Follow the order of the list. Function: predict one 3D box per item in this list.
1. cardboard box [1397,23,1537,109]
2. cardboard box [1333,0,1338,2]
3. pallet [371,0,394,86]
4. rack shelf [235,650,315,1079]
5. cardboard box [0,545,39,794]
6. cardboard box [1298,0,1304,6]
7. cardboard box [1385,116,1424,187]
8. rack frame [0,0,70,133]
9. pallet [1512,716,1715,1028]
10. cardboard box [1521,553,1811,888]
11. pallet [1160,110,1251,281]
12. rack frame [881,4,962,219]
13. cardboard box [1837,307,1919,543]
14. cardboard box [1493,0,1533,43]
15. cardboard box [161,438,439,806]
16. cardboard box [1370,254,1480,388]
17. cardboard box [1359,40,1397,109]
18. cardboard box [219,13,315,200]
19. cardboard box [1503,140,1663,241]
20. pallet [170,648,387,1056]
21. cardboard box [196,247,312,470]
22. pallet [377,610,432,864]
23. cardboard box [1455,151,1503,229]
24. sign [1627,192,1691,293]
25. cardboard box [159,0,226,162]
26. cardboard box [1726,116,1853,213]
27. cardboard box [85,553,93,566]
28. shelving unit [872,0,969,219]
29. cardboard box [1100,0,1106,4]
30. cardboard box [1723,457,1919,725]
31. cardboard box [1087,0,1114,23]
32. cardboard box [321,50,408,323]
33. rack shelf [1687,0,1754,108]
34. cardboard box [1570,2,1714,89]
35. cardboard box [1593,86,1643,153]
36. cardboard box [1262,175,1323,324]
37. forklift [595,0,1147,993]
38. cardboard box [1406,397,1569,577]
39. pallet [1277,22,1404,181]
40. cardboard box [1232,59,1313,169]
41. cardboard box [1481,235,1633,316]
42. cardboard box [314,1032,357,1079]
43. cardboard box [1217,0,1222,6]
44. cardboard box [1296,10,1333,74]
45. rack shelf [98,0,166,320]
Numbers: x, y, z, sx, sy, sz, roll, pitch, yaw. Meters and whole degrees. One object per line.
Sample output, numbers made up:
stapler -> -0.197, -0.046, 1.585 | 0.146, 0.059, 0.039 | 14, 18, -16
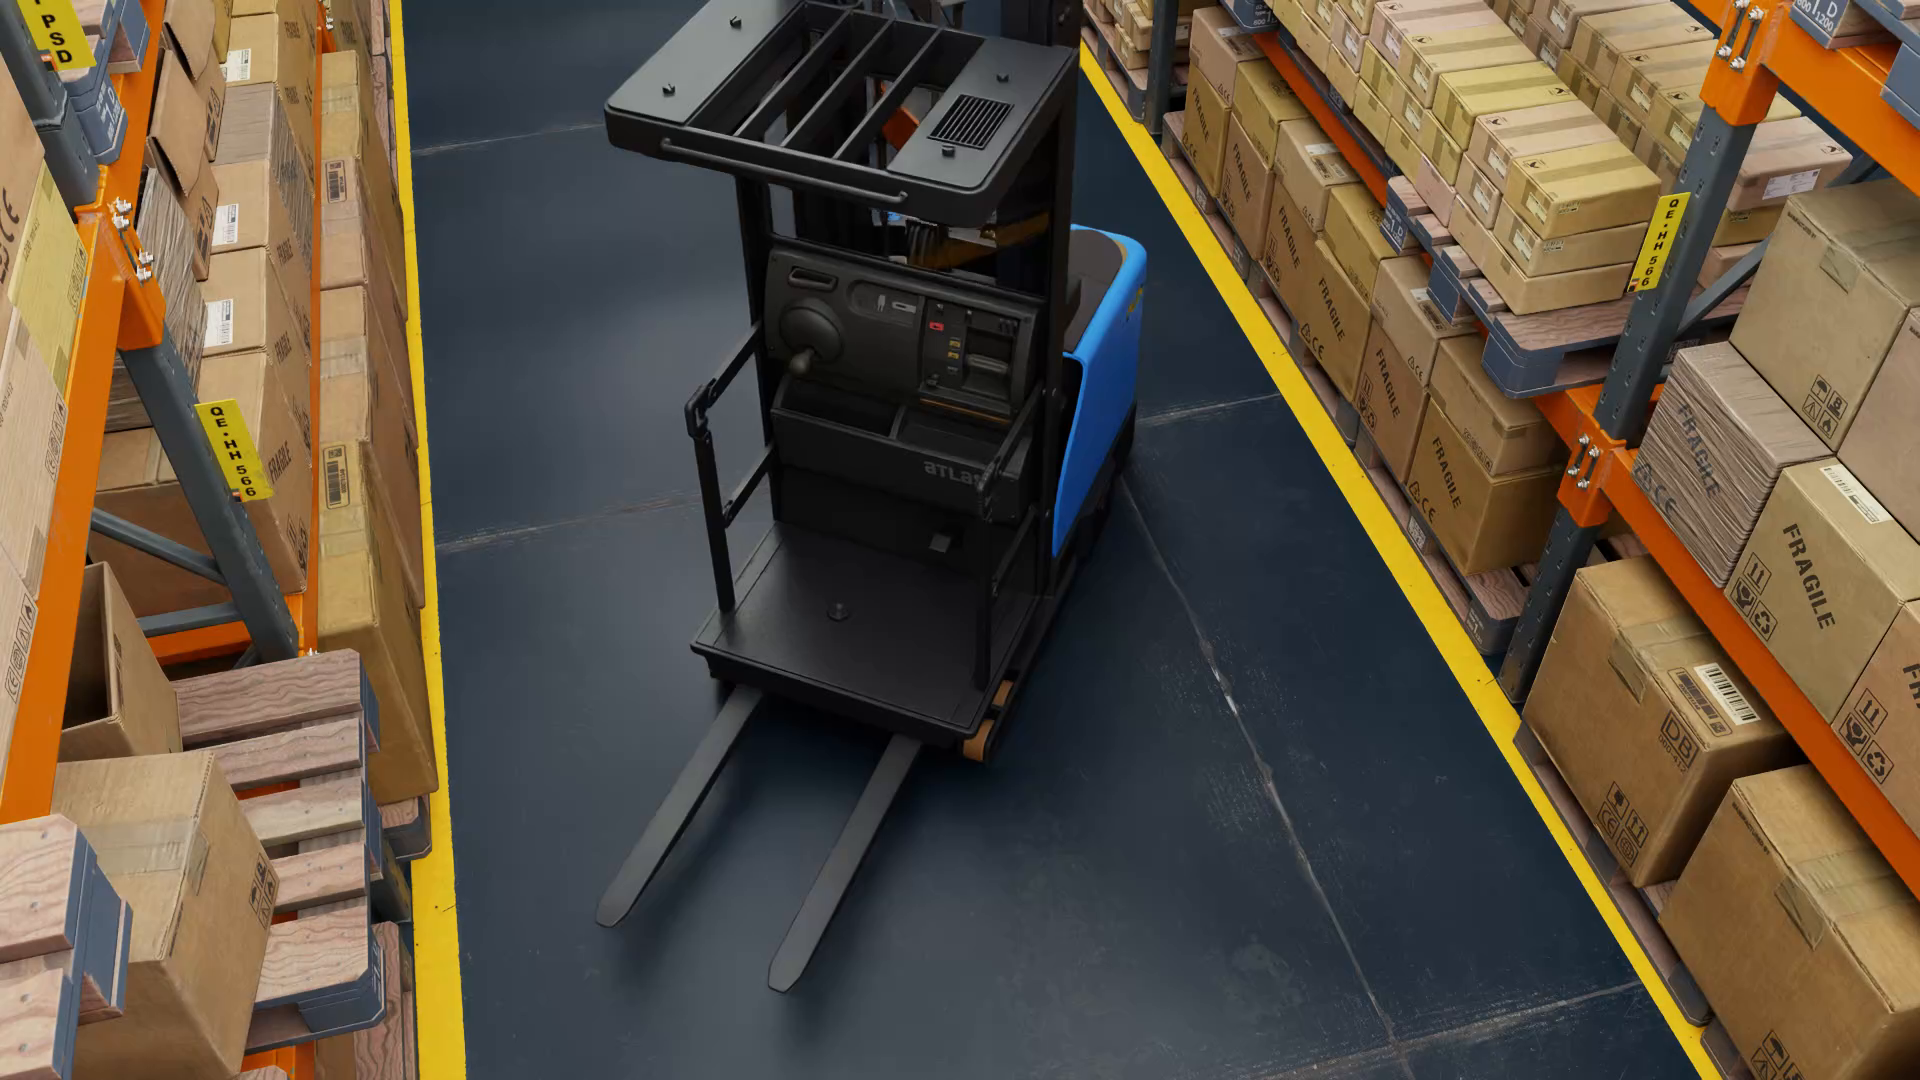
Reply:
cardboard box -> 1.737, -1.630, 5.713 | 0.380, 0.149, 0.250 | -9, 46, -9
cardboard box -> 1.543, -2.165, 6.237 | 0.380, 0.149, 0.250 | -9, 46, -9
pallet -> -3.773, -2.902, 9.446 | 1.003, 0.211, 1.213 | -11, 47, -10
rack shelf -> -1.802, 1.899, 3.292 | 1.077, 0.370, 4.000 | -11, 47, -10
cardboard box -> -1.689, 0.240, 2.419 | 0.500, 0.250, 0.500 | -9, 46, -9
cardboard box -> 1.480, -2.234, 6.513 | 0.380, 0.149, 0.250 | -11, 47, -11
cardboard box -> 1.748, -1.408, 5.911 | 0.380, 0.149, 0.250 | -11, 47, -11
rack frame -> -2.314, -1.833, 2.246 | 1.000, 3.000, 0.127 | -11, 47, -10
pallet -> 2.636, 0.964, 5.658 | 1.003, 0.211, 1.213 | -11, 47, -10
cardboard box -> 2.576, 0.507, 5.434 | 1.050, 0.750, 0.750 | -11, 47, -11
pallet -> 1.683, -1.819, 8.385 | 1.003, 0.211, 1.213 | -11, 47, -10
rack frame -> -0.170, -1.804, 7.048 | 0.400, 2.100, 0.015 | -22, 49, -20
cardboard box -> 2.743, -0.295, 4.168 | 0.700, 0.500, 0.500 | -11, 47, -11
cardboard box -> 2.246, -1.993, 6.276 | 0.380, 0.149, 0.250 | -11, 47, -11
cardboard box -> -2.470, 0.383, 5.468 | 1.225, 0.875, 0.875 | -13, 47, -12
cardboard box -> 1.938, -0.876, 6.439 | 0.500, 0.250, 0.500 | -10, 46, -10
cardboard box -> 1.675, -1.702, 5.991 | 0.380, 0.149, 0.250 | -11, 47, -11
cardboard box -> -2.694, -1.555, 6.103 | 0.500, 0.500, 0.500 | -11, 47, -11
cardboard box -> 1.938, -1.092, 5.185 | 0.380, 0.149, 0.250 | -12, 47, -12
pallet -> -2.029, 0.806, 3.994 | 1.213, 0.211, 1.003 | -11, 47, -10
cardboard box -> -2.310, -0.509, 5.079 | 0.500, 0.500, 0.500 | -12, 47, -11
pallet -> -2.443, 0.685, 5.931 | 1.003, 0.211, 1.213 | -11, 47, -10
cardboard box -> 1.870, -1.175, 5.475 | 0.380, 0.149, 0.250 | -9, 46, -9
sign -> 1.984, -0.842, 4.720 | 0.100, 0.325, 0.005 | -11, 47, -10
cardboard box -> -2.828, -1.539, 5.386 | 0.797, 0.503, 0.637 | -9, 46, -9
cardboard box -> 2.574, -1.195, 5.286 | 0.380, 0.149, 0.250 | -11, 47, -10
cardboard box -> -2.680, -0.064, 4.642 | 0.500, 0.500, 0.500 | -9, 46, -9
shelving unit -> -0.051, -1.652, 6.899 | 0.431, 2.100, 0.503 | -22, 49, -20
cardboard box -> 0.928, -3.111, 9.192 | 0.380, 0.149, 0.250 | -12, 47, -12
cardboard box -> 2.493, 0.105, 4.477 | 0.500, 0.500, 0.500 | -11, 47, -11
cardboard box -> 0.937, -3.055, 9.346 | 0.380, 0.149, 0.250 | -12, 47, -12
cardboard box -> -3.155, -1.460, 7.274 | 1.225, 0.875, 0.875 | -11, 47, -10
rack shelf -> 1.995, -2.749, 5.748 | 1.077, 0.370, 4.000 | -11, 47, -10
cardboard box -> 2.378, -1.730, 5.811 | 0.380, 0.149, 0.250 | -13, 47, -12
cardboard box -> 2.434, -1.474, 5.768 | 0.380, 0.149, 0.250 | -12, 47, -12
cardboard box -> 1.700, -1.321, 7.401 | 0.500, 0.500, 0.500 | -10, 46, -10
forklift -> -0.283, -0.577, 5.264 | 1.130, 2.935, 3.031 | 16, 48, 15
cardboard box -> 2.085, -0.249, 6.350 | 0.500, 0.500, 0.500 | -11, 47, -11
pallet -> 1.960, -1.862, 6.609 | 1.003, 0.211, 1.213 | -11, 47, -10
cardboard box -> 1.555, -1.941, 7.483 | 0.500, 0.250, 0.500 | -10, 46, -9
cardboard box -> 1.936, -0.886, 5.400 | 0.380, 0.149, 0.250 | -10, 46, -10
cardboard box -> -2.123, 1.447, 4.674 | 0.700, 0.500, 0.500 | -13, 47, -12
cardboard box -> 1.548, -3.052, 9.135 | 0.380, 0.149, 0.250 | -10, 46, -10
cardboard box -> 1.540, -1.960, 6.452 | 0.380, 0.149, 0.250 | -13, 47, -12
rack shelf -> -2.826, -1.912, 4.927 | 1.077, 0.370, 4.000 | -11, 47, -10
